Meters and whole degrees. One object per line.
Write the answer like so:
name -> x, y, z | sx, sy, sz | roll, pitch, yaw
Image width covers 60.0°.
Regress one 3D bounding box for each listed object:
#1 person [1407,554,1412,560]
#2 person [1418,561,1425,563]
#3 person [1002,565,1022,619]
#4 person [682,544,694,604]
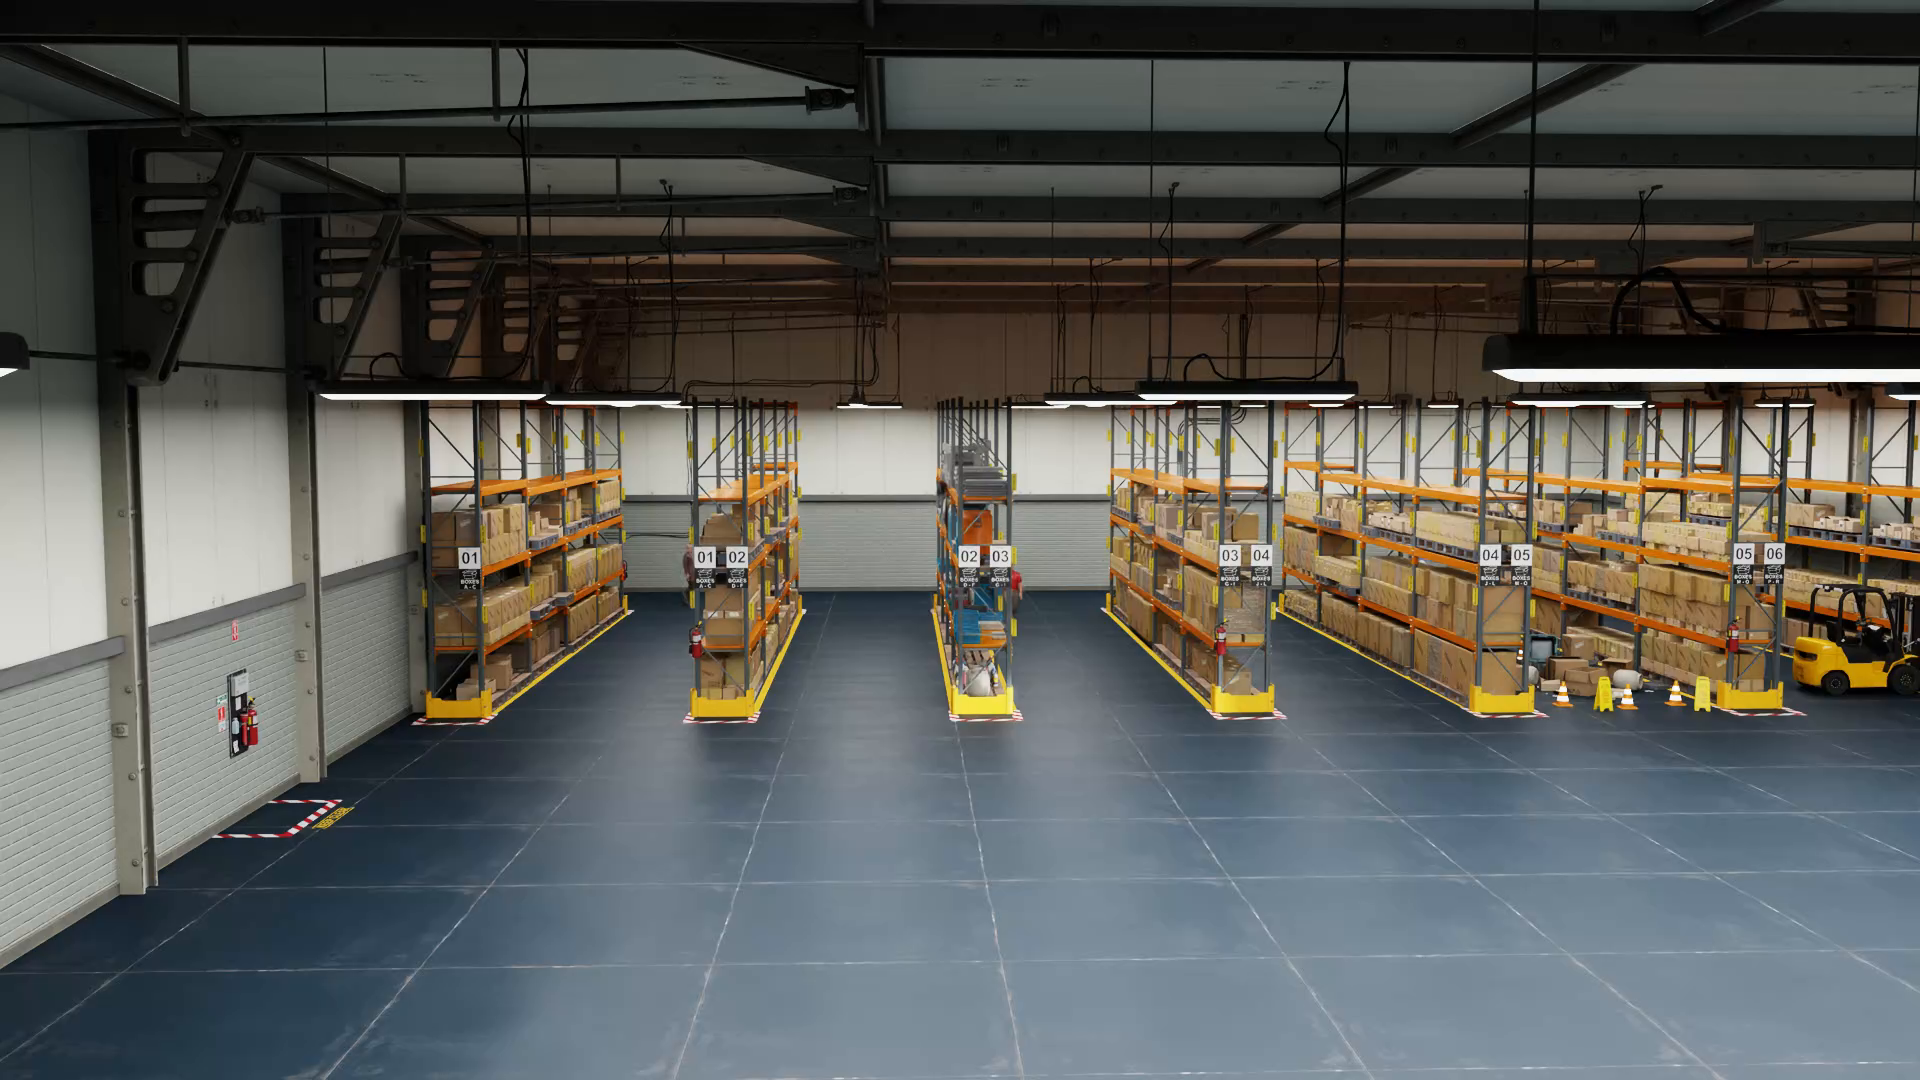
person -> 13.510, 1.058, 49.752 | 0.755, 1.618, 0.478 | -1, 4, -9
person -> 12.239, 1.429, 44.285 | 0.443, 1.769, 0.625 | 1, 5, 13
person -> 1.384, 1.444, 44.471 | 0.550, 1.681, 0.960 | -1, 5, -13
person -> -8.002, 1.008, 49.383 | 0.549, 1.765, 0.631 | 0, 4, 3
